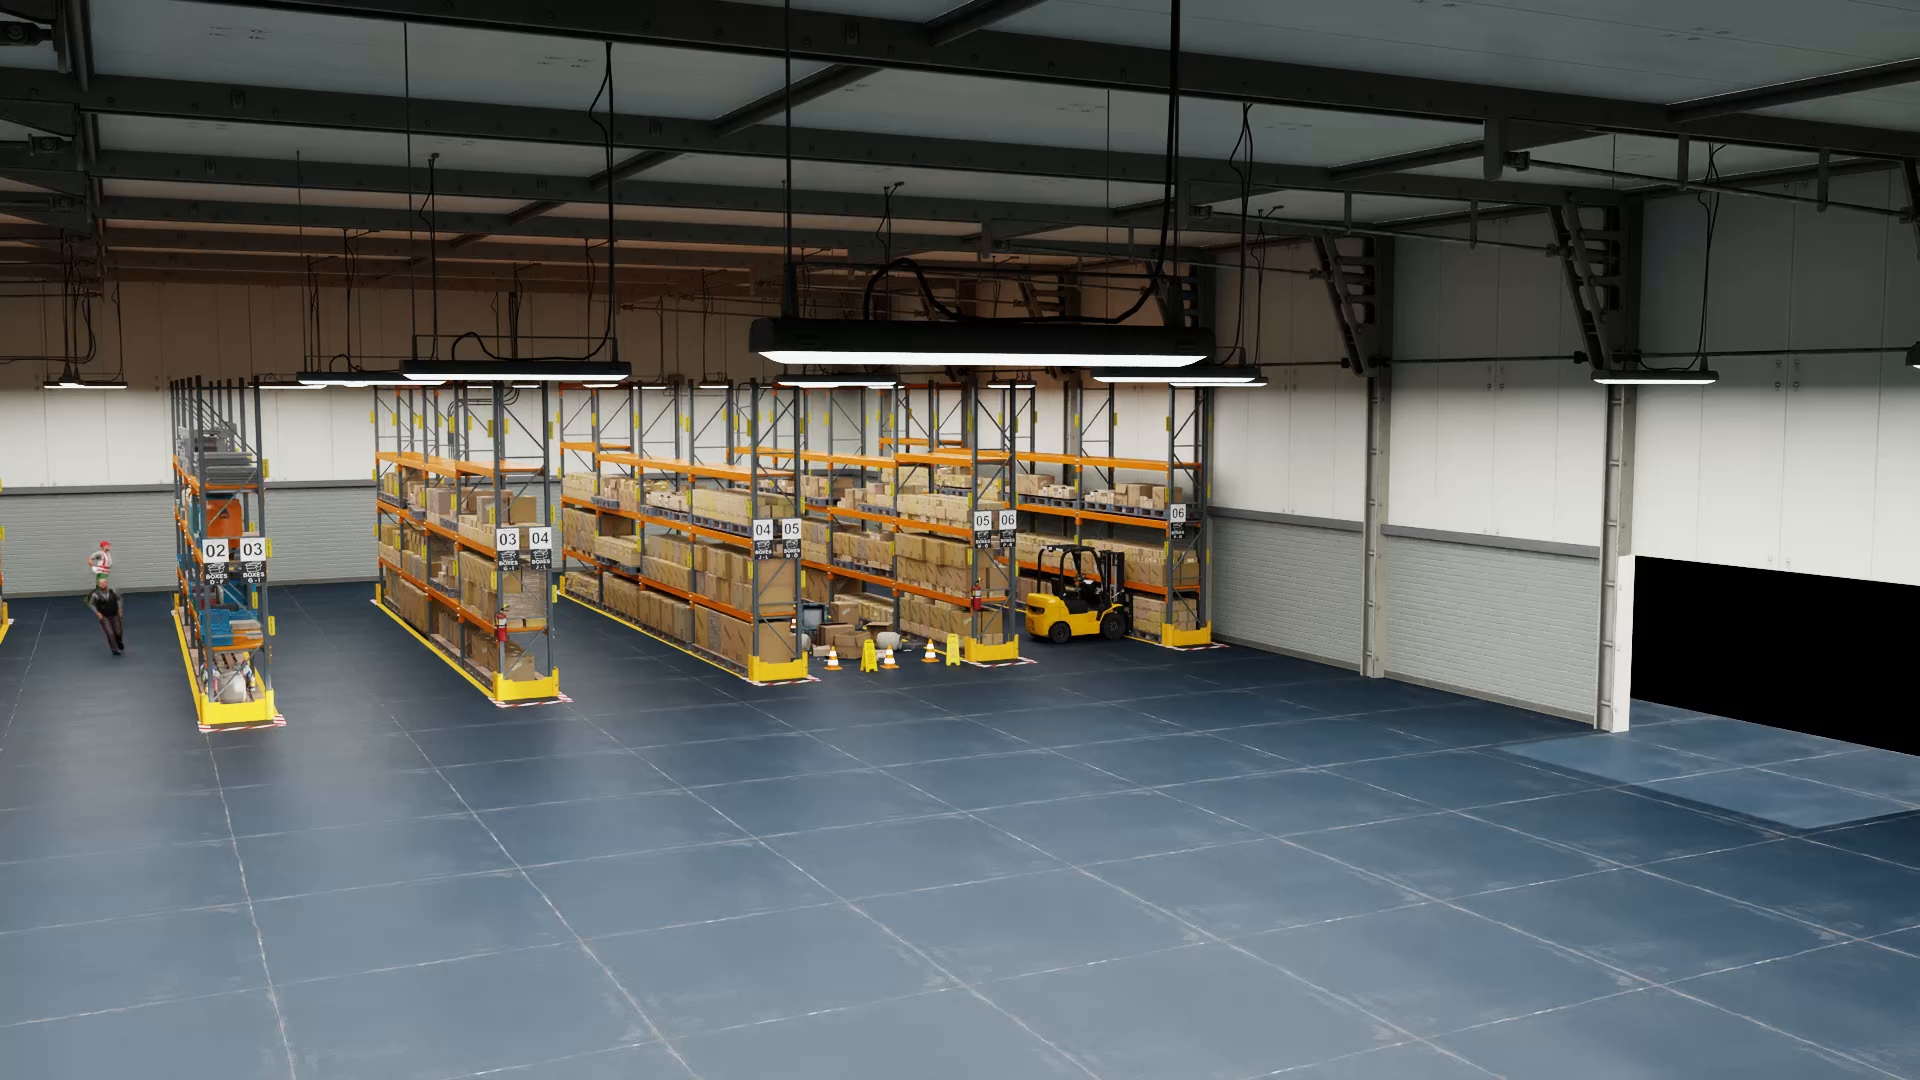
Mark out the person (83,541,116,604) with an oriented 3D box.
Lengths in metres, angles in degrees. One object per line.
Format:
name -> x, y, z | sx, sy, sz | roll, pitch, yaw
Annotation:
person -> -22.773, 0.895, 44.148 | 0.985, 1.735, 0.721 | 0, 5, 5

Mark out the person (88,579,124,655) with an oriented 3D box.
person -> -18.611, 1.673, 36.257 | 0.705, 1.678, 0.554 | -3, 6, -32
